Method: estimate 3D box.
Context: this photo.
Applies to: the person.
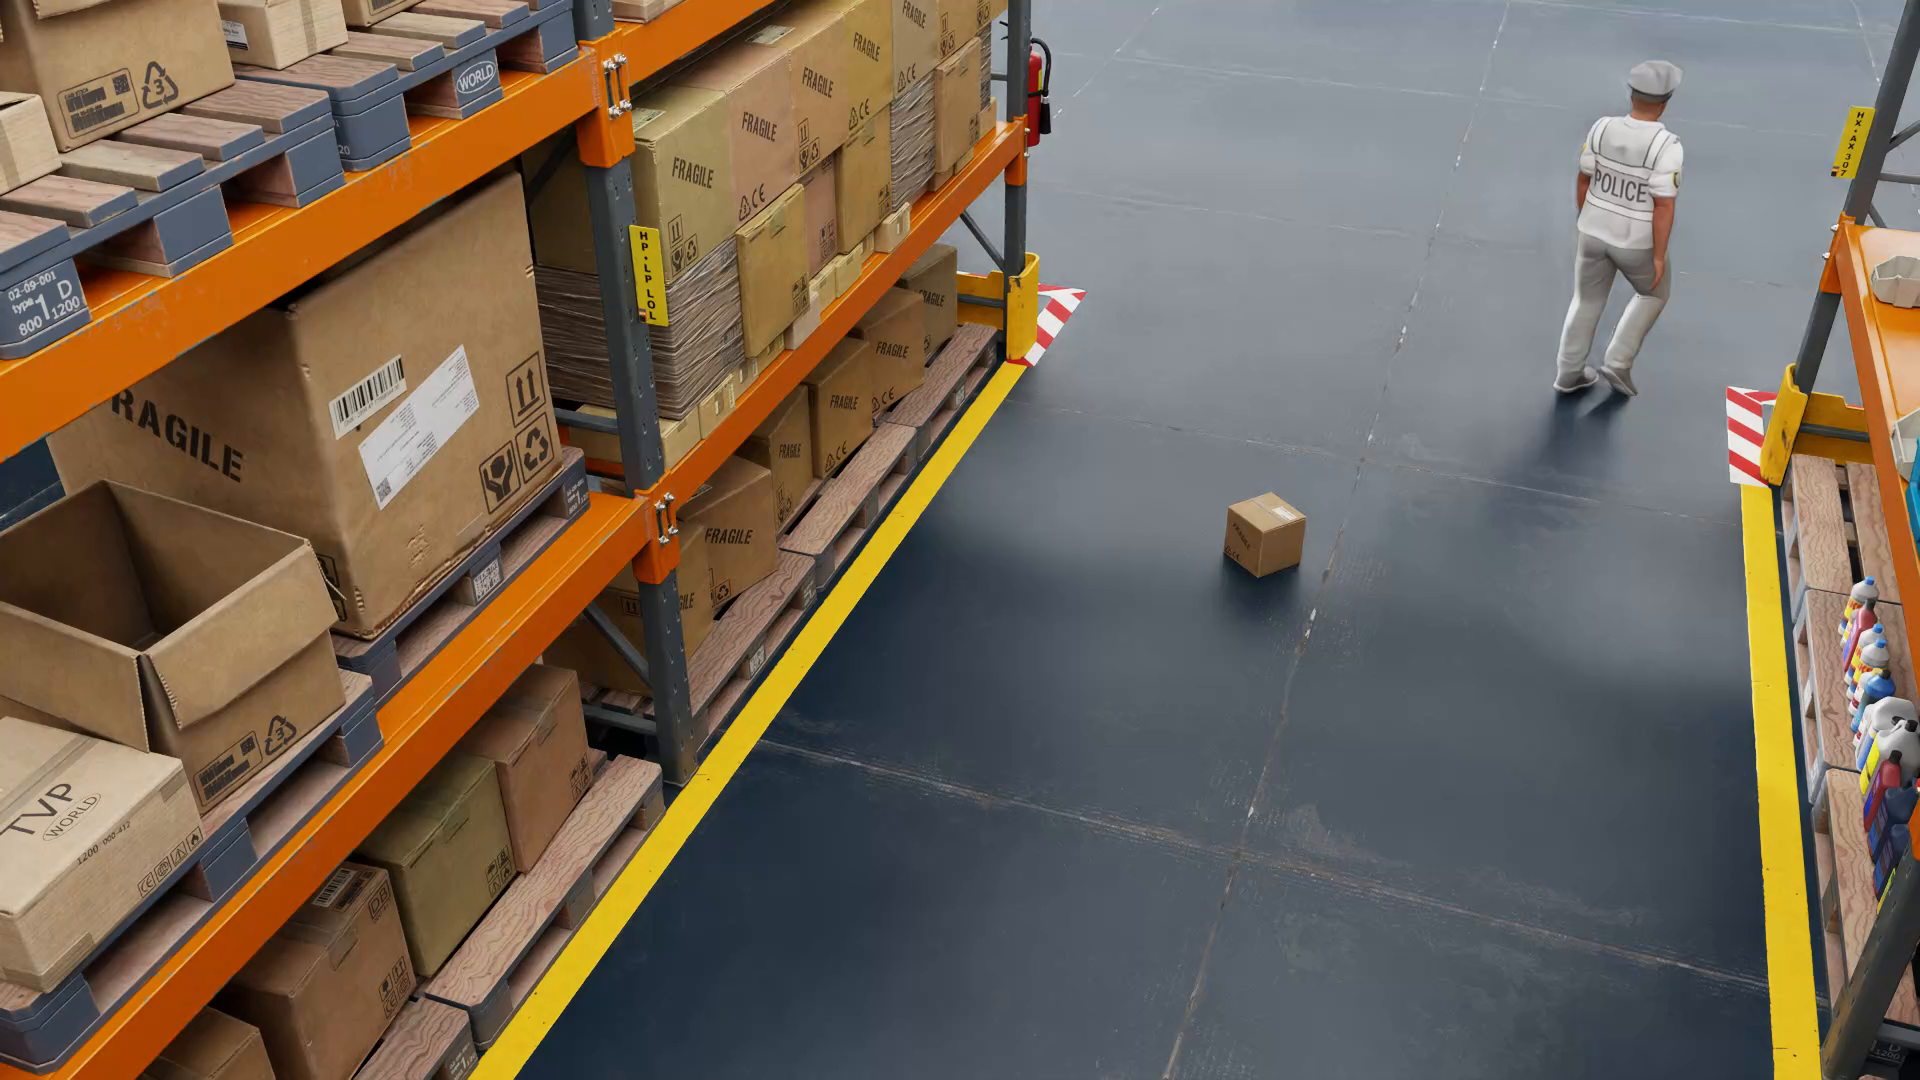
[{"bbox_3d":[3.414,-1.543,8.521,0.489,1.836,0.576,-28,42,-36],"label":"person"}]
